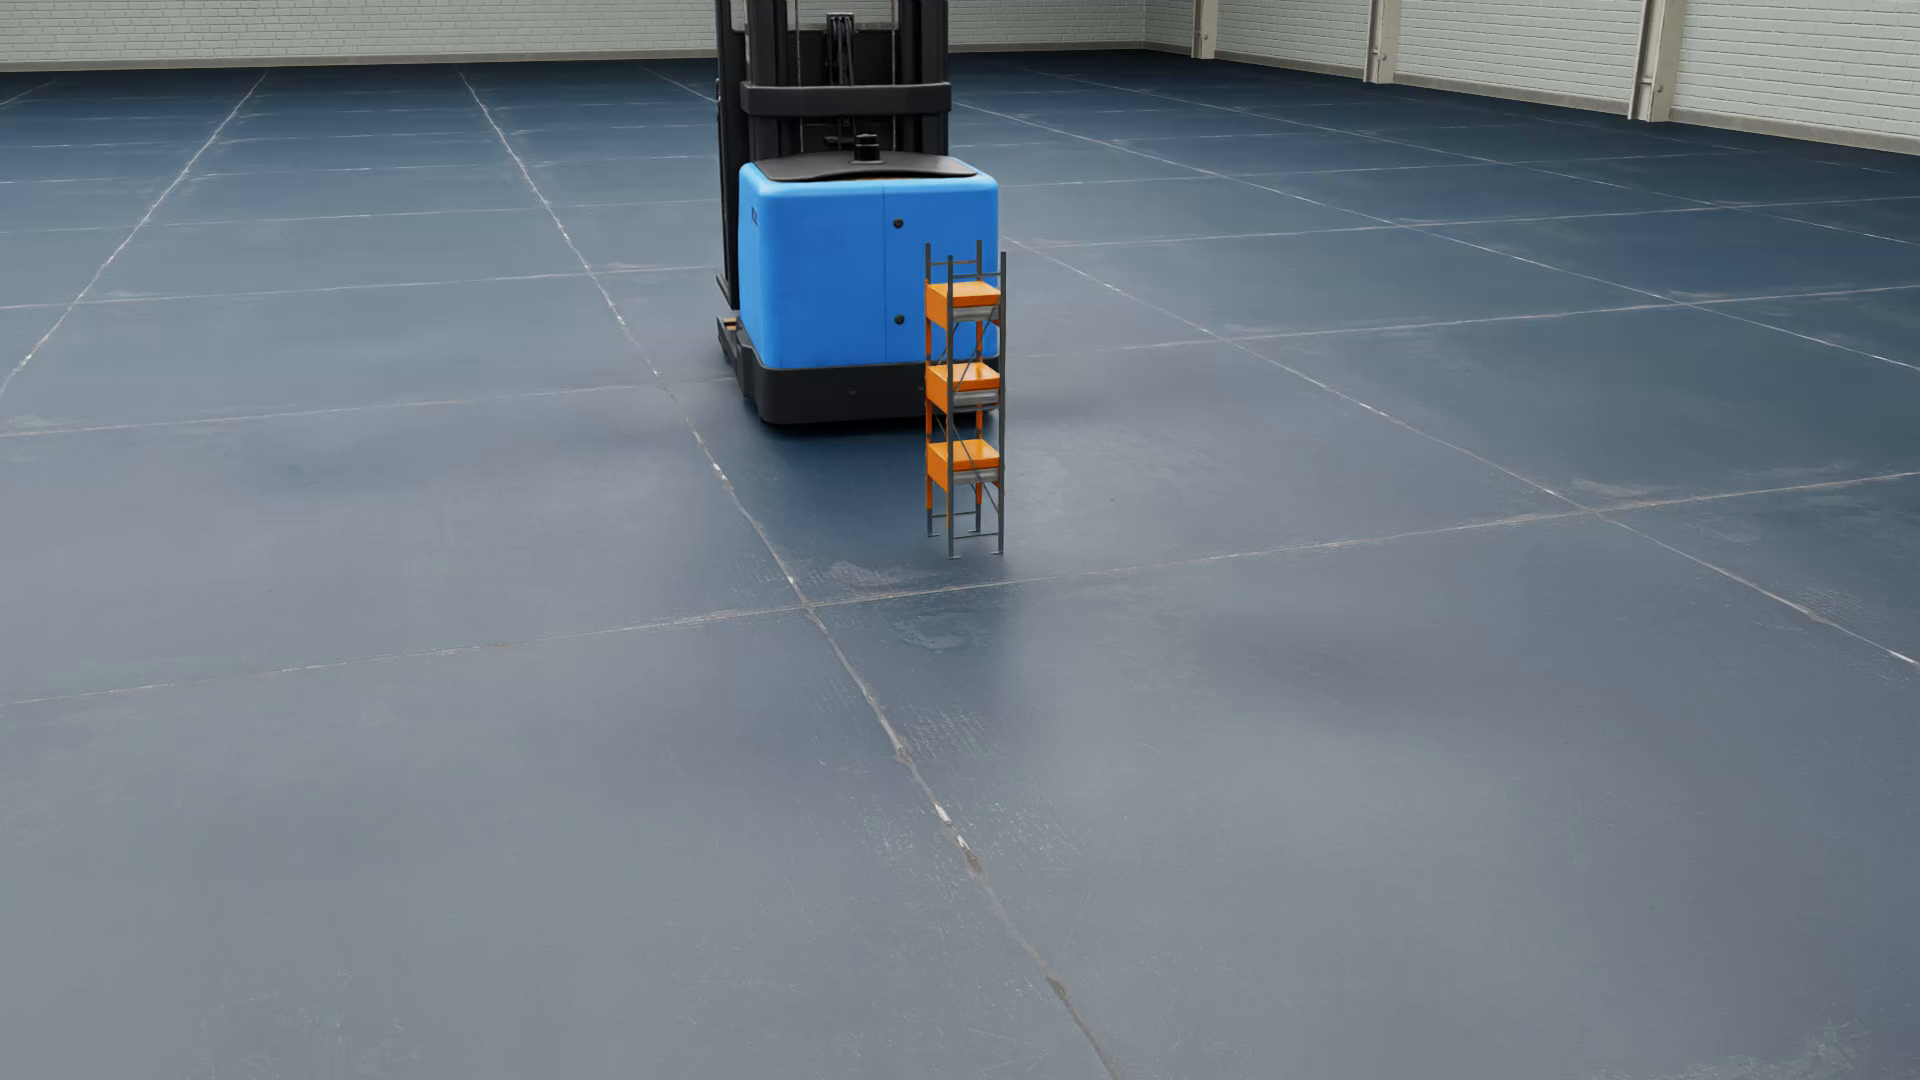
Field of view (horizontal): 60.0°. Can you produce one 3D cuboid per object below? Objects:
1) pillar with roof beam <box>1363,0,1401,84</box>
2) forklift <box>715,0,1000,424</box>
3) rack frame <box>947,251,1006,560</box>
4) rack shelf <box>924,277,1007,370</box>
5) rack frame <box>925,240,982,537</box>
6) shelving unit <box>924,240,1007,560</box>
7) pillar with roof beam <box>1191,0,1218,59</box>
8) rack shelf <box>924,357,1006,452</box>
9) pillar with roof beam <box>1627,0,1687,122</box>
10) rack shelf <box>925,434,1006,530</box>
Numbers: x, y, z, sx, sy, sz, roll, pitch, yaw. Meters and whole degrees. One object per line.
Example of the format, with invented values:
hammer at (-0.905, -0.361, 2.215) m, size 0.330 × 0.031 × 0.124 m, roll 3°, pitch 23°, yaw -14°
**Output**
pillar with roof beam at (2.287, -10.741, 22.508) m, size 9.100 × 9.000 × 0.400 m, roll -6°, pitch 21°, yaw -17°
forklift at (-0.652, -2.334, 8.078) m, size 1.130 × 2.935 × 3.031 m, roll -4°, pitch 20°, yaw -12°
rack frame at (0.055, -0.438, 5.582) m, size 0.200 × 1.050 × 0.008 m, roll -6°, pitch 21°, yaw -17°
rack shelf at (0.017, -0.734, 5.599) m, size 0.215 × 0.259 × 0.240 m, roll -6°, pitch 21°, yaw -17°
rack frame at (-0.022, -0.516, 5.800) m, size 0.200 × 1.050 × 0.008 m, roll -6°, pitch 21°, yaw -17°
shelving unit at (0.017, -0.477, 5.691) m, size 0.215 × 1.050 × 0.252 m, roll -6°, pitch 21°, yaw -17°
pillar with roof beam at (0.402, -12.666, 27.869) m, size 9.100 × 9.000 × 0.400 m, roll -6°, pitch 21°, yaw -17°
rack shelf at (0.017, -0.467, 5.695) m, size 0.215 × 0.259 × 0.240 m, roll -6°, pitch 21°, yaw -17°
pillar with roof beam at (4.173, -8.815, 17.148) m, size 9.100 × 9.000 × 0.400 m, roll -6°, pitch 21°, yaw -17°
rack shelf at (0.017, -0.205, 5.789) m, size 0.215 × 0.259 × 0.240 m, roll -6°, pitch 21°, yaw -17°
